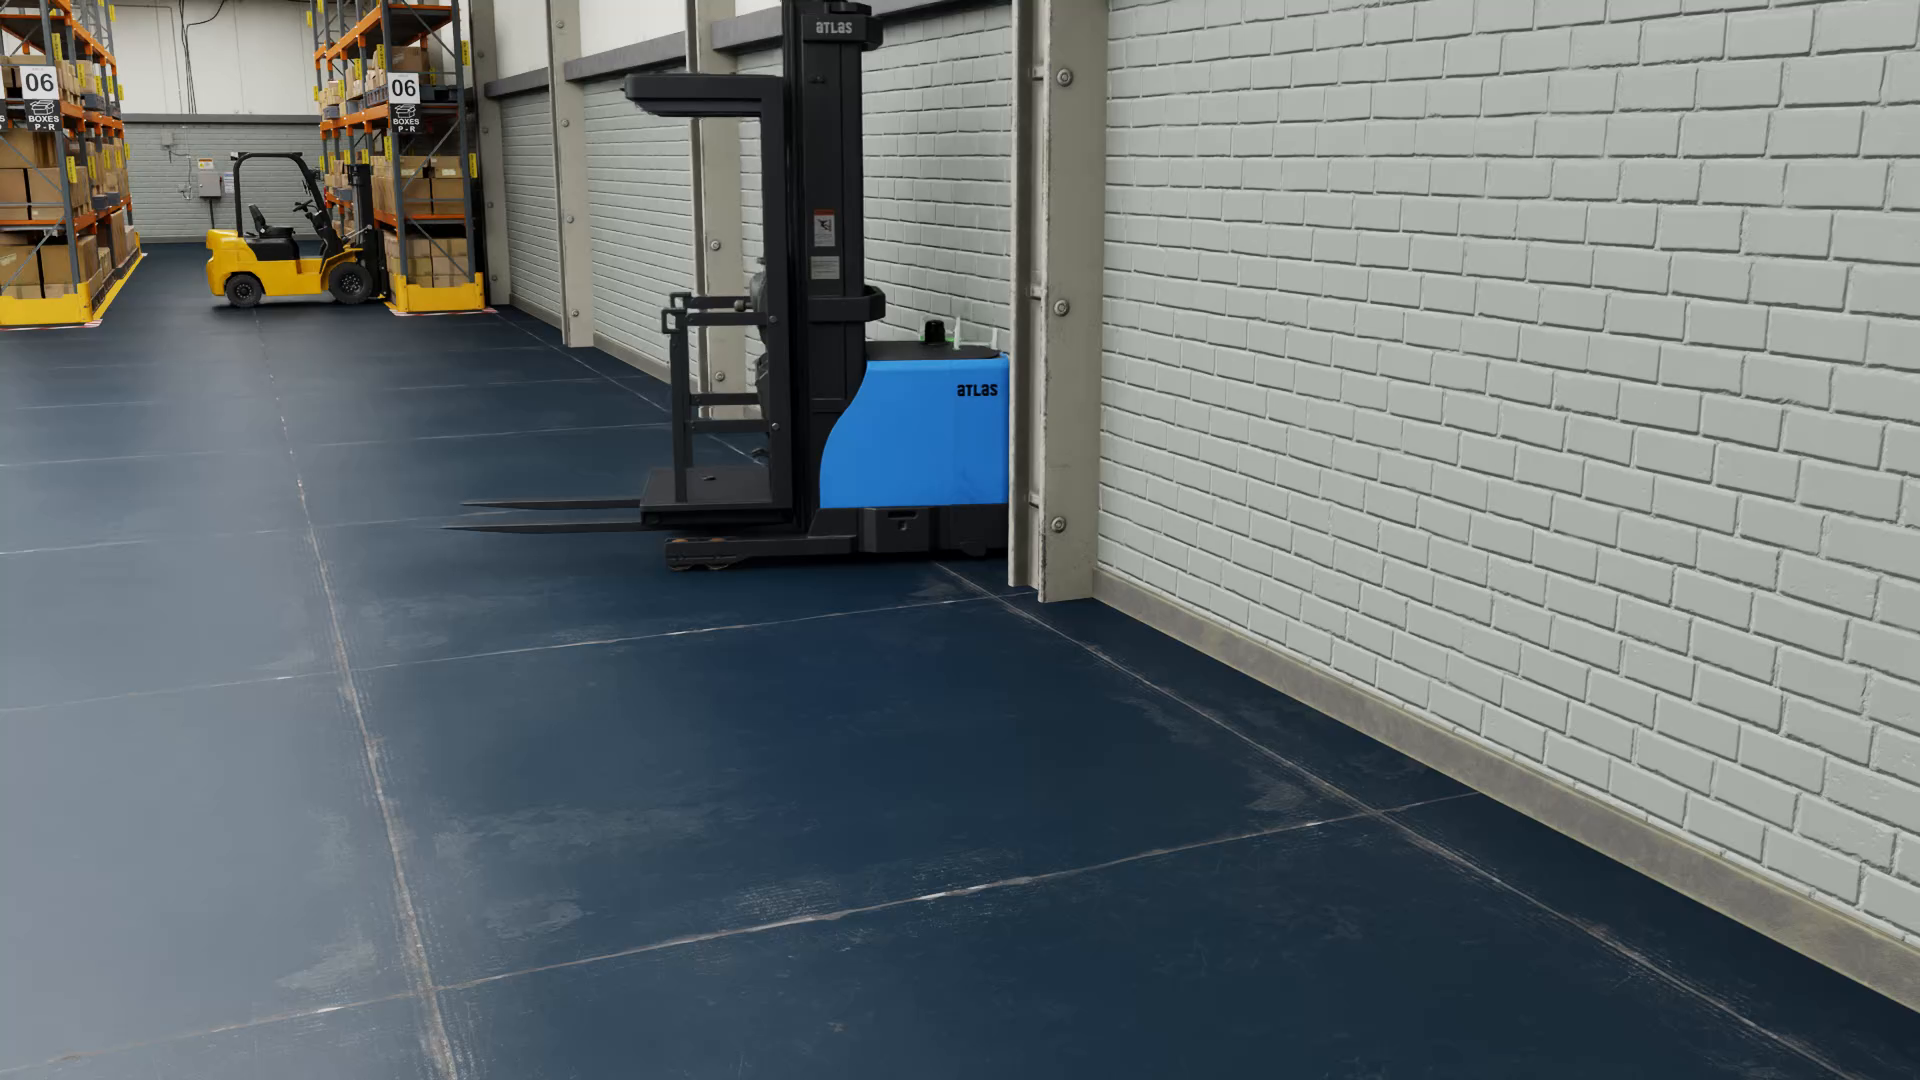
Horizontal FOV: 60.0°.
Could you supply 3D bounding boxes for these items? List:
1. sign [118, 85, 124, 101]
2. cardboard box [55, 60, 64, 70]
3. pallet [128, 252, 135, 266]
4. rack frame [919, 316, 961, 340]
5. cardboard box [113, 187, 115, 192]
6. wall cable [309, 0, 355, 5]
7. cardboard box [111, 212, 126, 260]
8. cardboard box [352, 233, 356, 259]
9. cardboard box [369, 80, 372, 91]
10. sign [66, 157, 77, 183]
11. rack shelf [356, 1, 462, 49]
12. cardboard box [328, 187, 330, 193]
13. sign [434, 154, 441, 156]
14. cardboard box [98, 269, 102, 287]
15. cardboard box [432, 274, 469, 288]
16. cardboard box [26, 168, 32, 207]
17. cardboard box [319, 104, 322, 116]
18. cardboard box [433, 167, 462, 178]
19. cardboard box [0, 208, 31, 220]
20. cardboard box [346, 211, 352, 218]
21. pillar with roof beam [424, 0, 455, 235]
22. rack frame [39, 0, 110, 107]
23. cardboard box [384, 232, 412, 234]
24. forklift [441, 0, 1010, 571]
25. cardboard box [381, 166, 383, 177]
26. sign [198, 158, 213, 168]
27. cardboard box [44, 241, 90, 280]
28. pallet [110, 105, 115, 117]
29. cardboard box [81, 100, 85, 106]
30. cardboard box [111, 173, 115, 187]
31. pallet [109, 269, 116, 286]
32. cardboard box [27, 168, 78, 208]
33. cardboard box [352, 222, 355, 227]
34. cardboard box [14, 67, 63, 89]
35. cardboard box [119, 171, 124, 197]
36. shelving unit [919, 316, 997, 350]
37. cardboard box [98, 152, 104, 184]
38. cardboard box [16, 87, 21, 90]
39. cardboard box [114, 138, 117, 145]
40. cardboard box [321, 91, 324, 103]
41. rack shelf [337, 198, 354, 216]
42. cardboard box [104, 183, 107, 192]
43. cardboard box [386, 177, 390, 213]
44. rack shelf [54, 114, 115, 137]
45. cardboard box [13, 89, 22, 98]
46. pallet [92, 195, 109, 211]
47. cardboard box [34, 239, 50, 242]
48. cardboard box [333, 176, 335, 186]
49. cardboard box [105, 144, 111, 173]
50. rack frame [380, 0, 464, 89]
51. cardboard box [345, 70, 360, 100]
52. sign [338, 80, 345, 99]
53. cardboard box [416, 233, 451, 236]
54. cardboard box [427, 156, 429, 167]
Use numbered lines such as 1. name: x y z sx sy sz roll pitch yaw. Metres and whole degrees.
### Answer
1. sign: -17.749 -9.462 35.159 0.100 0.325 0.005 -6 14 -23
2. cardboard box: -11.989 -6.242 21.823 0.380 0.149 0.250 -6 14 -23
3. pallet: -16.882 -5.541 32.842 1.003 0.211 1.213 -6 14 -23
4. rack frame: -0.143 -0.673 9.483 0.240 1.200 0.015 -3 15 -24
5. cardboard box: -15.851 -6.381 30.620 0.500 0.250 0.500 -6 14 -24
6. wall cable: -14.793 -14.925 41.564 2.988 3.039 0.133 -6 14 -23
7. cardboard box: -15.959 -5.598 30.685 0.875 0.875 0.875 -5 14 -21
8. cardboard box: -11.270 -5.625 31.633 0.500 0.500 0.500 -5 14 -21
9. cardboard box: -8.689 -6.845 25.044 0.380 0.149 0.250 -5 14 -21
10. sign: -11.345 -4.727 21.221 0.100 0.325 0.005 -6 14 -23
11. rack shelf: -8.097 -7.496 24.282 1.077 0.370 4.000 -6 14 -23
12. cardboard box: -13.825 -7.796 36.957 0.380 0.149 0.250 -6 14 -23
13. sign: -8.390 -6.042 26.729 0.100 0.325 0.005 -6 14 -23
14. cardboard box: -12.962 -3.850 24.517 0.500 0.250 0.500 -5 14 -20
15. cardboard box: -7.313 -3.689 23.824 0.500 0.250 0.500 -6 14 -23
16. cardboard box: -12.509 -4.641 21.887 0.500 0.500 0.500 -6 14 -23
17. cardboard box: -13.778 -9.428 36.472 0.500 0.250 0.500 -6 14 -24
18. cardboard box: -7.194 -5.163 23.367 0.380 0.149 0.250 -6 14 -24
19. cardboard box: -12.188 -4.192 21.385 0.380 0.149 0.250 -5 14 -21
20. cardboard box: -12.147 -6.539 33.486 0.380 0.149 0.250 -6 14 -24
21. pillar with roof beam: -13.097 -8.704 27.020 9.100 9.000 0.400 -6 14 -23
22. rack frame: -16.649 -9.658 31.142 1.000 3.000 0.127 -6 14 -23
23. cardboard box: -8.586 -4.547 25.313 0.500 0.250 0.500 -5 14 -21
24. forklift: -1.245 -1.393 8.888 3.031 2.935 1.130 -2 13 -7
25. cardboard box: -8.410 -5.485 24.758 0.380 0.149 0.250 -6 14 -24
26. sign: -18.682 -9.324 41.173 0.339 0.242 0.001 -6 14 -23
27. cardboard box: -12.136 -3.790 22.599 0.500 0.500 0.500 -6 14 -25
28. pallet: -16.967 -8.323 32.225 1.003 0.211 1.213 -6 14 -23
29. cardboard box: -14.410 -7.108 26.548 0.797 0.503 0.637 -6 14 -23
30. cardboard box: -15.609 -6.523 30.127 0.500 0.250 0.500 -5 14 -22
31. pallet: -14.735 -4.389 27.864 1.003 0.211 1.213 -6 14 -23
32. cardboard box: -11.778 -4.573 21.593 0.500 0.500 0.500 -6 14 -24
33. cardboard box: -11.436 -6.016 31.886 0.380 0.149 0.250 -6 14 -26
34. cardboard box: -11.800 -5.917 21.304 0.500 0.250 0.500 -6 14 -24
35. cardboard box: -16.795 -7.009 32.779 0.500 0.500 0.500 -6 14 -23
36. shelving unit: -0.044 -0.613 9.268 0.258 1.200 0.503 -3 15 -24
37. cardboard box: -14.190 -6.028 26.951 0.500 0.500 0.500 -7 15 -27
38. cardboard box: -12.482 -5.976 21.558 0.500 0.250 0.500 -6 14 -24
39. cardboard box: -16.920 -7.891 32.933 0.380 0.149 0.250 -6 14 -25
40. cardboard box: -13.357 -9.464 35.520 0.500 0.250 0.500 -6 14 -24
41. rack shelf: -11.302 -6.421 32.055 1.077 0.370 4.000 -6 14 -23
42. cardboard box: -14.384 -5.848 27.610 0.380 0.149 0.250 -6 14 -23
43. cardboard box: -7.933 -4.940 23.839 0.500 0.500 0.500 -5 14 -21
44. rack shelf: -15.848 -7.433 29.776 1.077 0.370 4.000 -6 14 -23
45. cardboard box: -12.487 -5.808 21.718 0.380 0.149 0.250 -6 14 -23
46. pallet: -13.618 -5.160 25.438 1.003 0.211 1.213 -6 14 -23
47. cardboard box: -13.024 -3.950 23.286 0.500 0.500 0.500 -5 14 -20
48. cardboard box: -12.745 -7.442 34.543 0.500 0.250 0.500 -6 14 -23
49. cardboard box: -15.421 -6.779 29.566 0.500 0.500 0.500 -5 14 -21
50. rack frame: -7.296 -7.628 22.371 1.000 3.000 0.127 -6 14 -23
51. cardboard box: -10.434 -7.950 29.038 0.500 0.500 0.500 -5 14 -22
52. sign: -10.998 -8.023 29.582 0.100 0.325 0.005 -6 14 -23
53. cardboard box: -7.908 -4.487 25.055 0.500 0.250 0.500 -6 14 -24
54. cardboard box: -7.427 -5.414 23.789 0.380 0.149 0.250 -5 14 -22
